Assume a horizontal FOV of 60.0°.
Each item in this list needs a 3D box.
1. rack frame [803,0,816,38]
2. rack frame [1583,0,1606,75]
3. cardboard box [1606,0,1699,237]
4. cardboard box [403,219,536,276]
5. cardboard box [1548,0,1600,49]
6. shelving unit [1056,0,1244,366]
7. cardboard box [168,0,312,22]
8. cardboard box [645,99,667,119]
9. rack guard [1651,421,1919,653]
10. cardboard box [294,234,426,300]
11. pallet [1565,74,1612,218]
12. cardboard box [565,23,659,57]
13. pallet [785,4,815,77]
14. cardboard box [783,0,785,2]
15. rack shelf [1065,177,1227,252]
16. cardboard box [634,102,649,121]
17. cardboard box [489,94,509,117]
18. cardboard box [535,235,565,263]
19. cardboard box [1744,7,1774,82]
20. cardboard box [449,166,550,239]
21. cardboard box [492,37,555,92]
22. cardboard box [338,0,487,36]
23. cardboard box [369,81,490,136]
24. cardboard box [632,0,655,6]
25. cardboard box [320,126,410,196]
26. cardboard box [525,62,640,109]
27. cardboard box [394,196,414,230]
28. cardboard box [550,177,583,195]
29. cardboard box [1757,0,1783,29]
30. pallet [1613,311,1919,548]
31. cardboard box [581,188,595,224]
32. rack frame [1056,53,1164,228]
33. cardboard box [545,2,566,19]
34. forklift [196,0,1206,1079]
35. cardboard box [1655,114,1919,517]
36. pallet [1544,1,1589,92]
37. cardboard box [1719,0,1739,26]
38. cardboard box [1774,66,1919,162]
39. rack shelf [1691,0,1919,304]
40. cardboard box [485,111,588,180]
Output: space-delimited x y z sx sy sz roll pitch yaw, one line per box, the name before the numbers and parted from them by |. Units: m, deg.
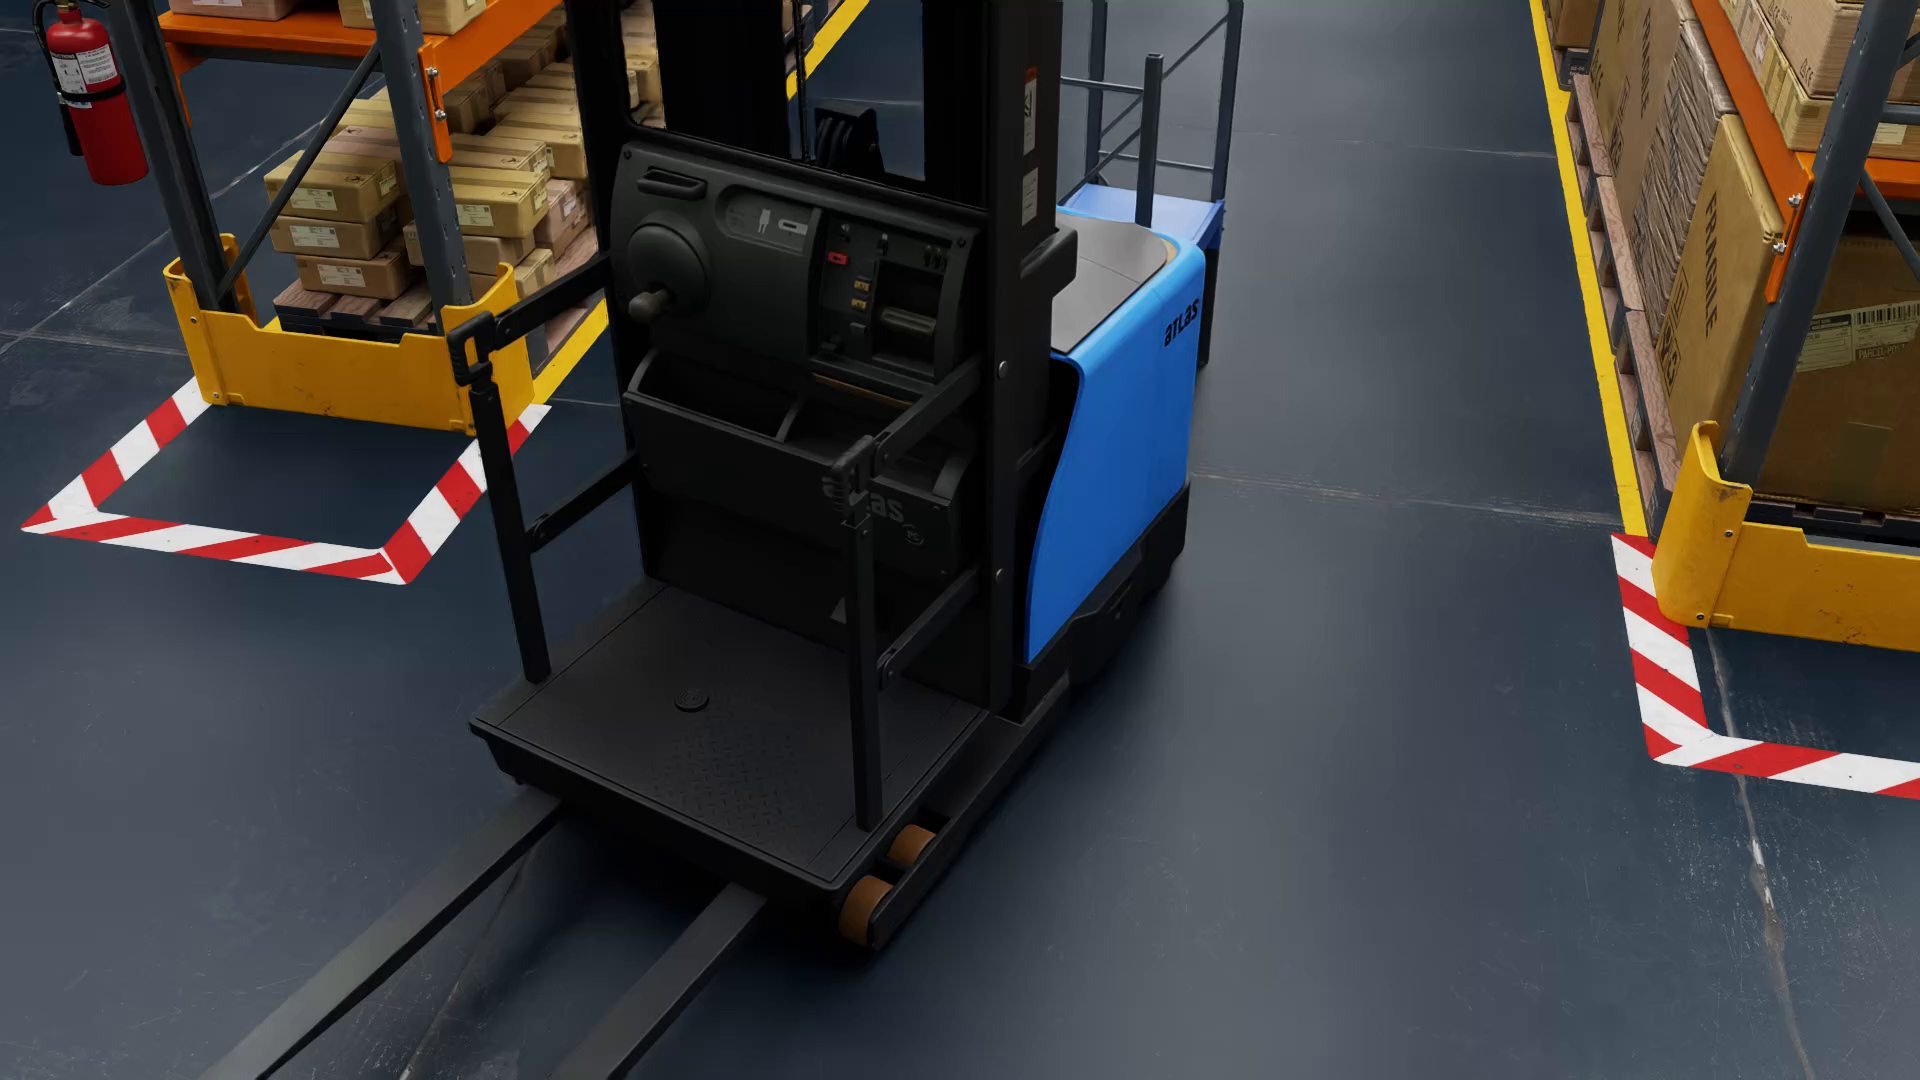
rack frame | -1.282 -3.982 8.188 1.000 3.000 0.127 7 37 10
rack frame | 3.542 -3.302 7.250 1.000 3.000 0.127 7 37 10
cardboard box | 3.131 -1.728 6.530 0.875 0.875 0.875 7 37 10
cardboard box | -1.774 -1.093 6.020 0.380 0.149 0.250 9 37 12
cardboard box | 3.659 -2.981 8.260 1.225 0.875 0.875 7 37 10
shelving unit | 0.498 -1.031 5.395 0.538 1.500 1.048 13 38 17
cardboard box | -2.343 -1.809 5.404 0.380 0.149 0.250 7 37 10
cardboard box | -1.394 -1.853 7.322 0.380 0.149 0.250 7 37 10
rack guard | 2.682 0.017 4.801 1.175 0.500 0.348 7 37 10
cardboard box | -2.228 -1.032 6.190 0.380 0.149 0.250 8 37 11
pallet | 3.303 -1.747 7.481 1.003 0.211 1.213 7 37 10
cardboard box | -1.471 -2.116 7.178 0.380 0.149 0.250 7 37 10
pallet | -1.391 -2.463 8.469 1.003 0.211 1.213 7 37 10
cardboard box | -1.084 -2.741 8.294 0.380 0.149 0.250 6 36 8
rack shelf | 0.498 -0.886 5.500 0.538 0.185 1.000 13 38 17
cardboard box | -1.552 -1.853 7.068 0.380 0.149 0.250 9 37 12
cardboard box | -2.095 -1.760 6.940 0.380 0.149 0.250 8 37 11
cardboard box | -1.736 -1.125 6.318 0.380 0.149 0.250 7 37 10
cardboard box | 2.551 -1.446 4.904 0.380 0.149 0.250 7 37 10
cardboard box | -1.693 -1.203 5.918 0.380 0.149 0.250 6 36 8
cardboard box | -1.945 -2.020 7.046 0.380 0.149 0.250 6 36 8
cardboard box | -1.747 -1.732 5.297 0.380 0.149 0.250 7 37 10
cardboard box | -2.113 -1.722 6.635 0.380 0.149 0.250 6 36 8
cardboard box | -1.265 -2.401 7.571 0.380 0.149 0.250 6 36 8
cardboard box | -2.161 -1.417 6.214 0.380 0.149 0.250 8 37 11
cardboard box | -1.532 -1.815 6.763 0.380 0.149 0.250 9 37 12
cardboard box | -2.194 -1.306 6.314 0.380 0.149 0.250 6 36 9
cardboard box | -1.694 -1.394 6.436 0.380 0.149 0.250 8 37 11
cardboard box | 2.641 -1.671 4.873 0.500 0.250 0.500 7 36 9
pallet | 2.782 -0.348 5.551 1.003 0.211 1.213 7 37 10
cardboard box | -1.528 -1.401 6.698 0.380 0.149 0.250 8 37 11
rack frame | 0.315 -0.753 5.011 0.500 1.500 0.032 13 38 17
cardboard box | -1.826 -2.311 7.447 0.380 0.149 0.250 6 36 8
forklift | -0.495 -0.538 3.495 1.130 2.935 3.031 19 40 24
cardboard box | 2.746 -0.696 5.107 0.875 0.875 0.875 7 37 10
pallet | 3.633 -2.625 8.692 1.003 0.211 1.213 7 37 10
cardboard box | 2.659 -1.738 5.307 0.380 0.149 0.250 7 36 9
cardboard box | 2.442 -1.153 4.499 0.380 0.149 0.250 8 37 11
rack shelf | 3.115 -1.864 5.879 1.077 0.370 4.000 7 37 10
cardboard box | -1.572 -1.505 6.334 0.380 0.149 0.250 7 37 10
